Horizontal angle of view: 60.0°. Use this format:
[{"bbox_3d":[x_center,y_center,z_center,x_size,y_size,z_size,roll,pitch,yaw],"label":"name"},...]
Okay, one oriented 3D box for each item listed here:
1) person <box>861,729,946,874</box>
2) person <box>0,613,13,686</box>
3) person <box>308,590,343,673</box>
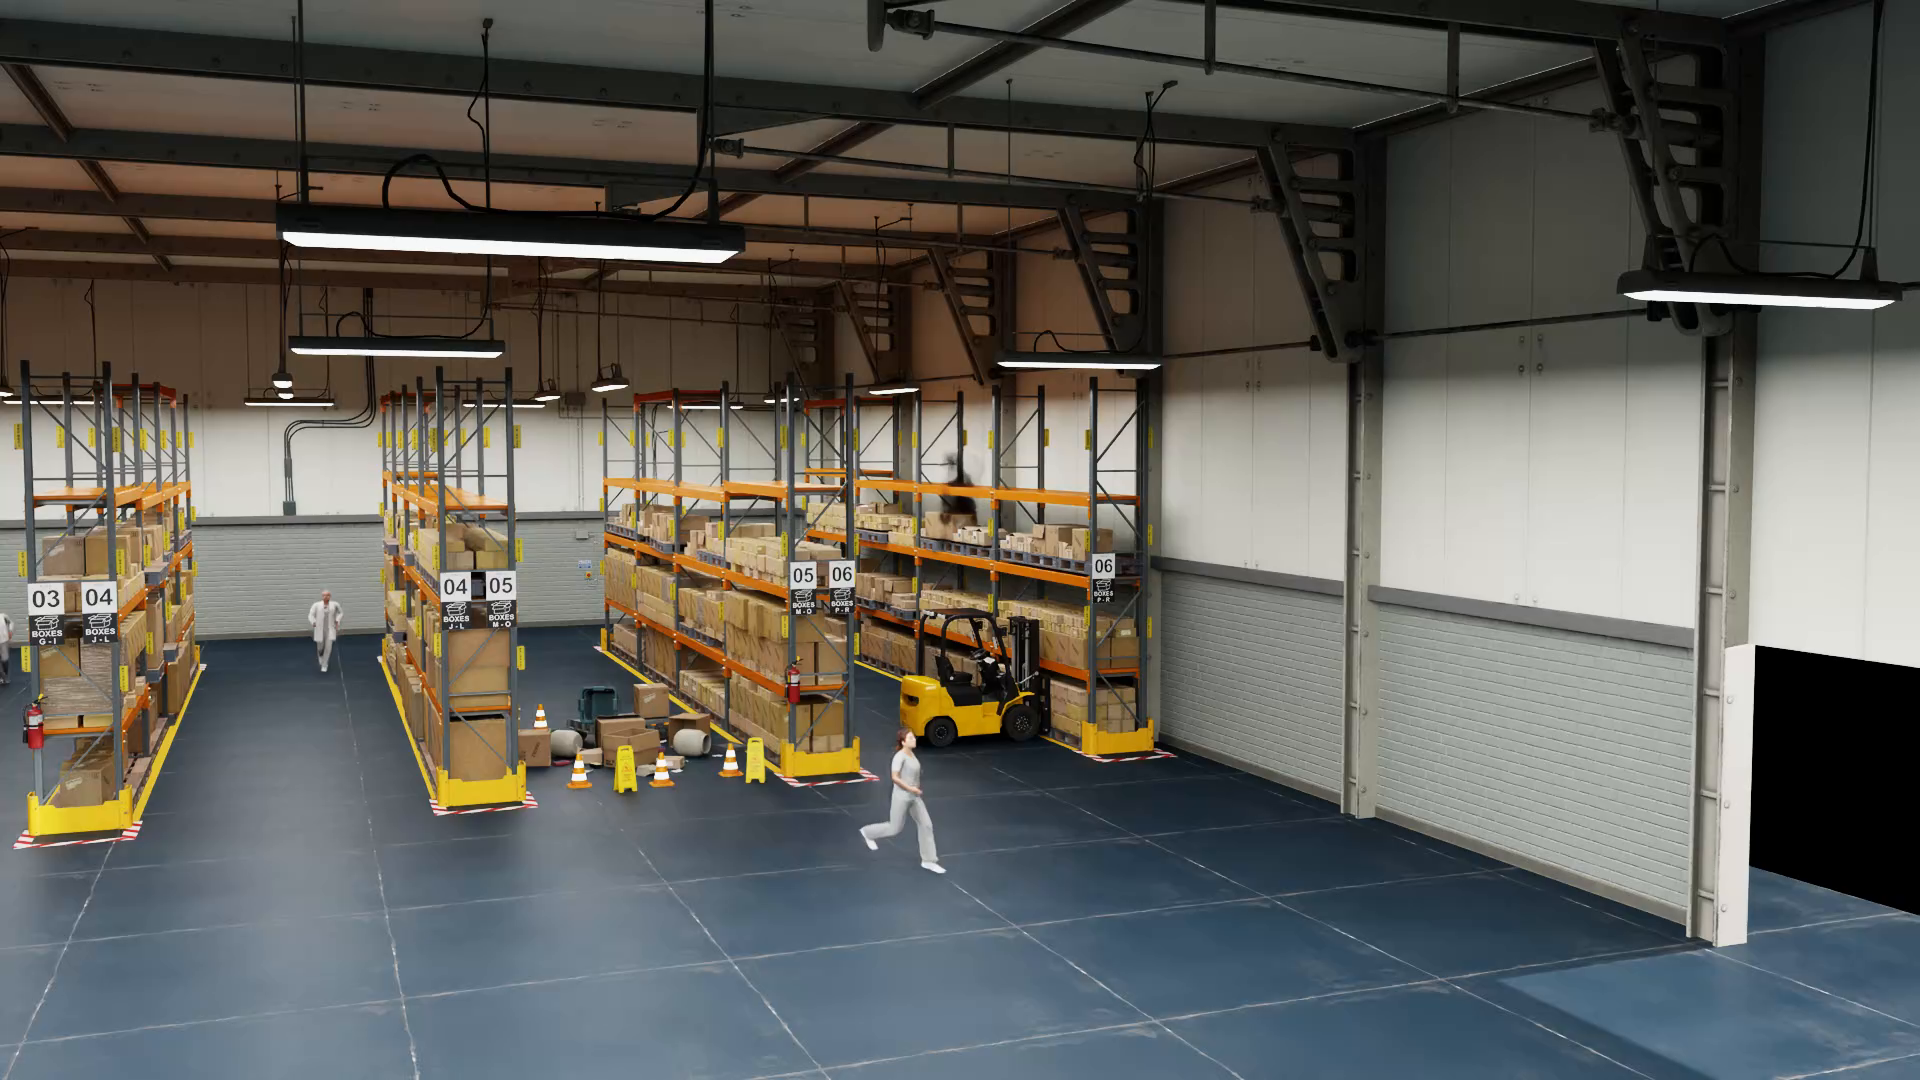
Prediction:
[{"bbox_3d":[-0.667,3.027,19.403,1.093,1.662,0.538,2,4,30],"label":"person"},{"bbox_3d":[-19.620,2.097,33.827,0.687,1.767,0.600,-2,4,-34],"label":"person"},{"bbox_3d":[-13.757,1.968,36.099,0.712,1.756,0.880,-1,4,-21],"label":"person"}]
